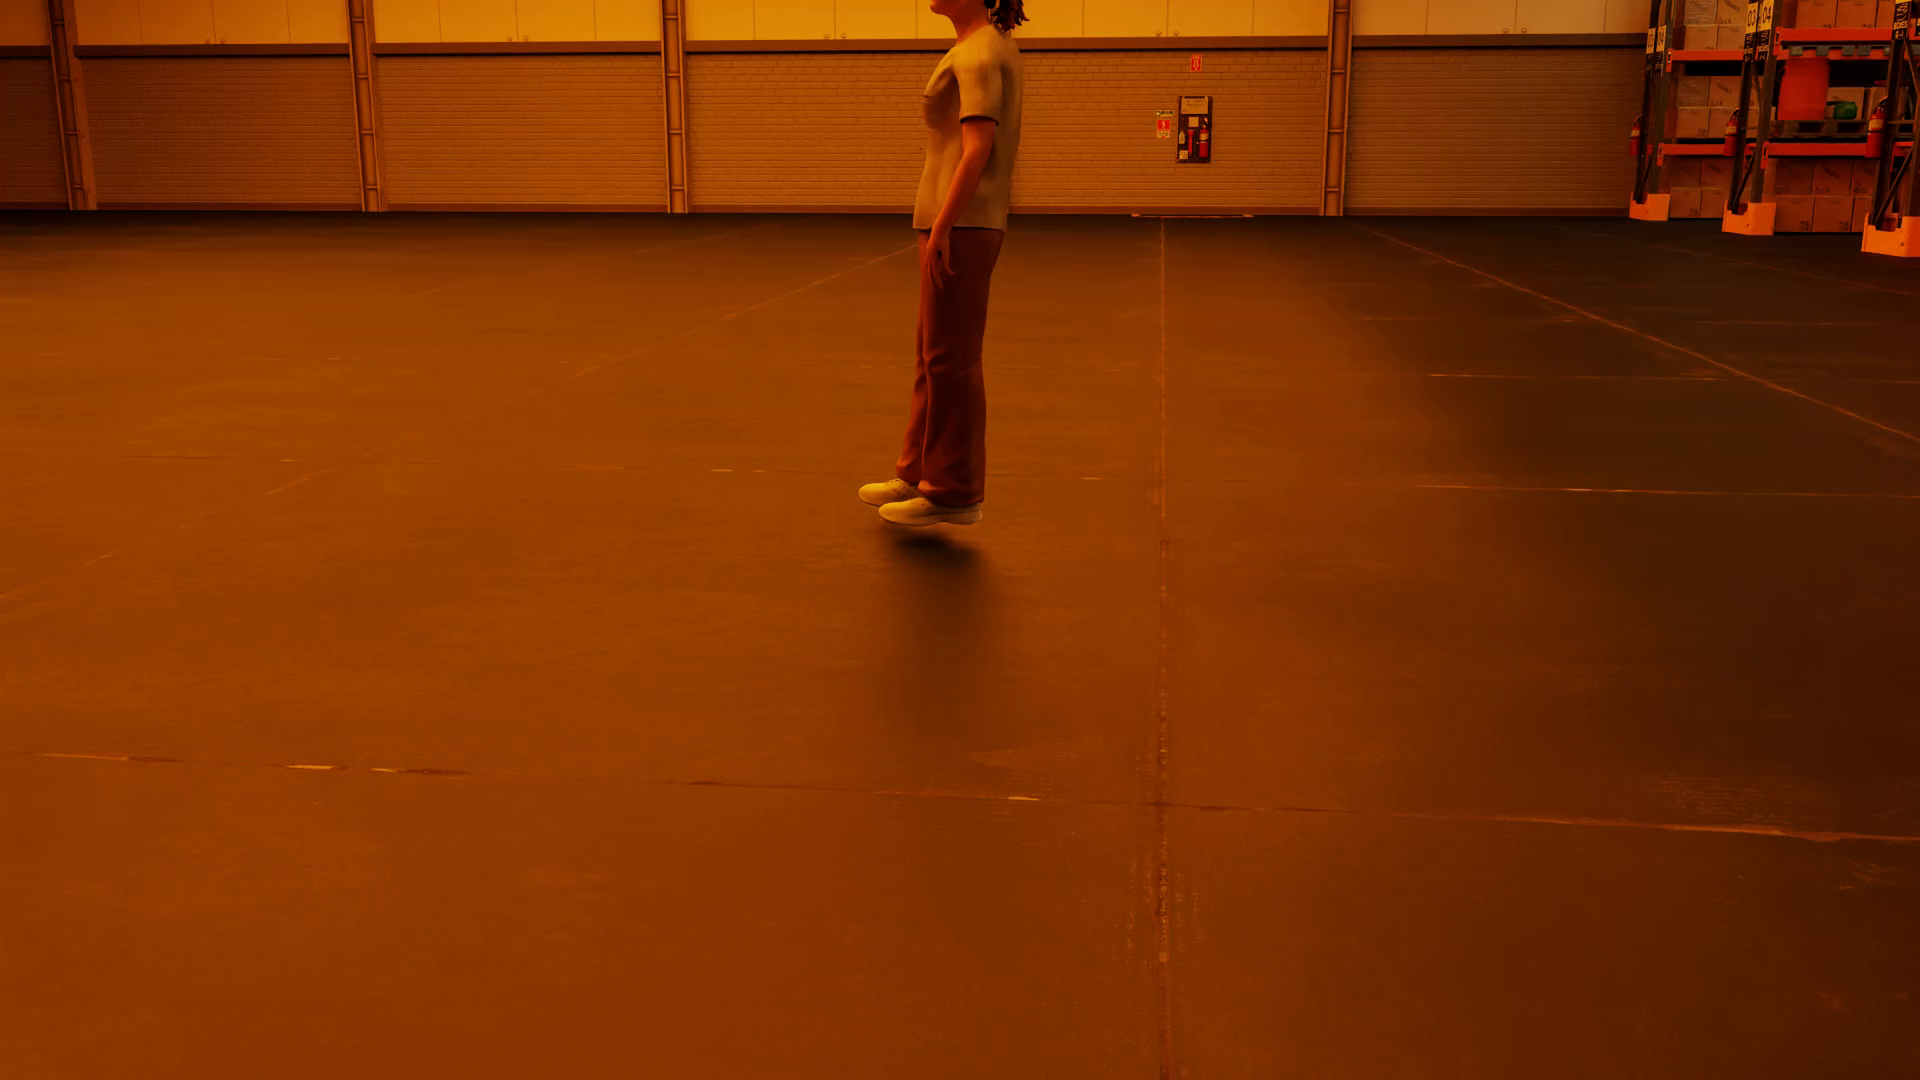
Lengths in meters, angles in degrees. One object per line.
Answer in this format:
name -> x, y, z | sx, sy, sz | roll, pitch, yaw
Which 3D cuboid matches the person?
person -> -0.072, -0.867, 4.765 | 0.547, 1.673, 0.553 | 2, 13, 7
